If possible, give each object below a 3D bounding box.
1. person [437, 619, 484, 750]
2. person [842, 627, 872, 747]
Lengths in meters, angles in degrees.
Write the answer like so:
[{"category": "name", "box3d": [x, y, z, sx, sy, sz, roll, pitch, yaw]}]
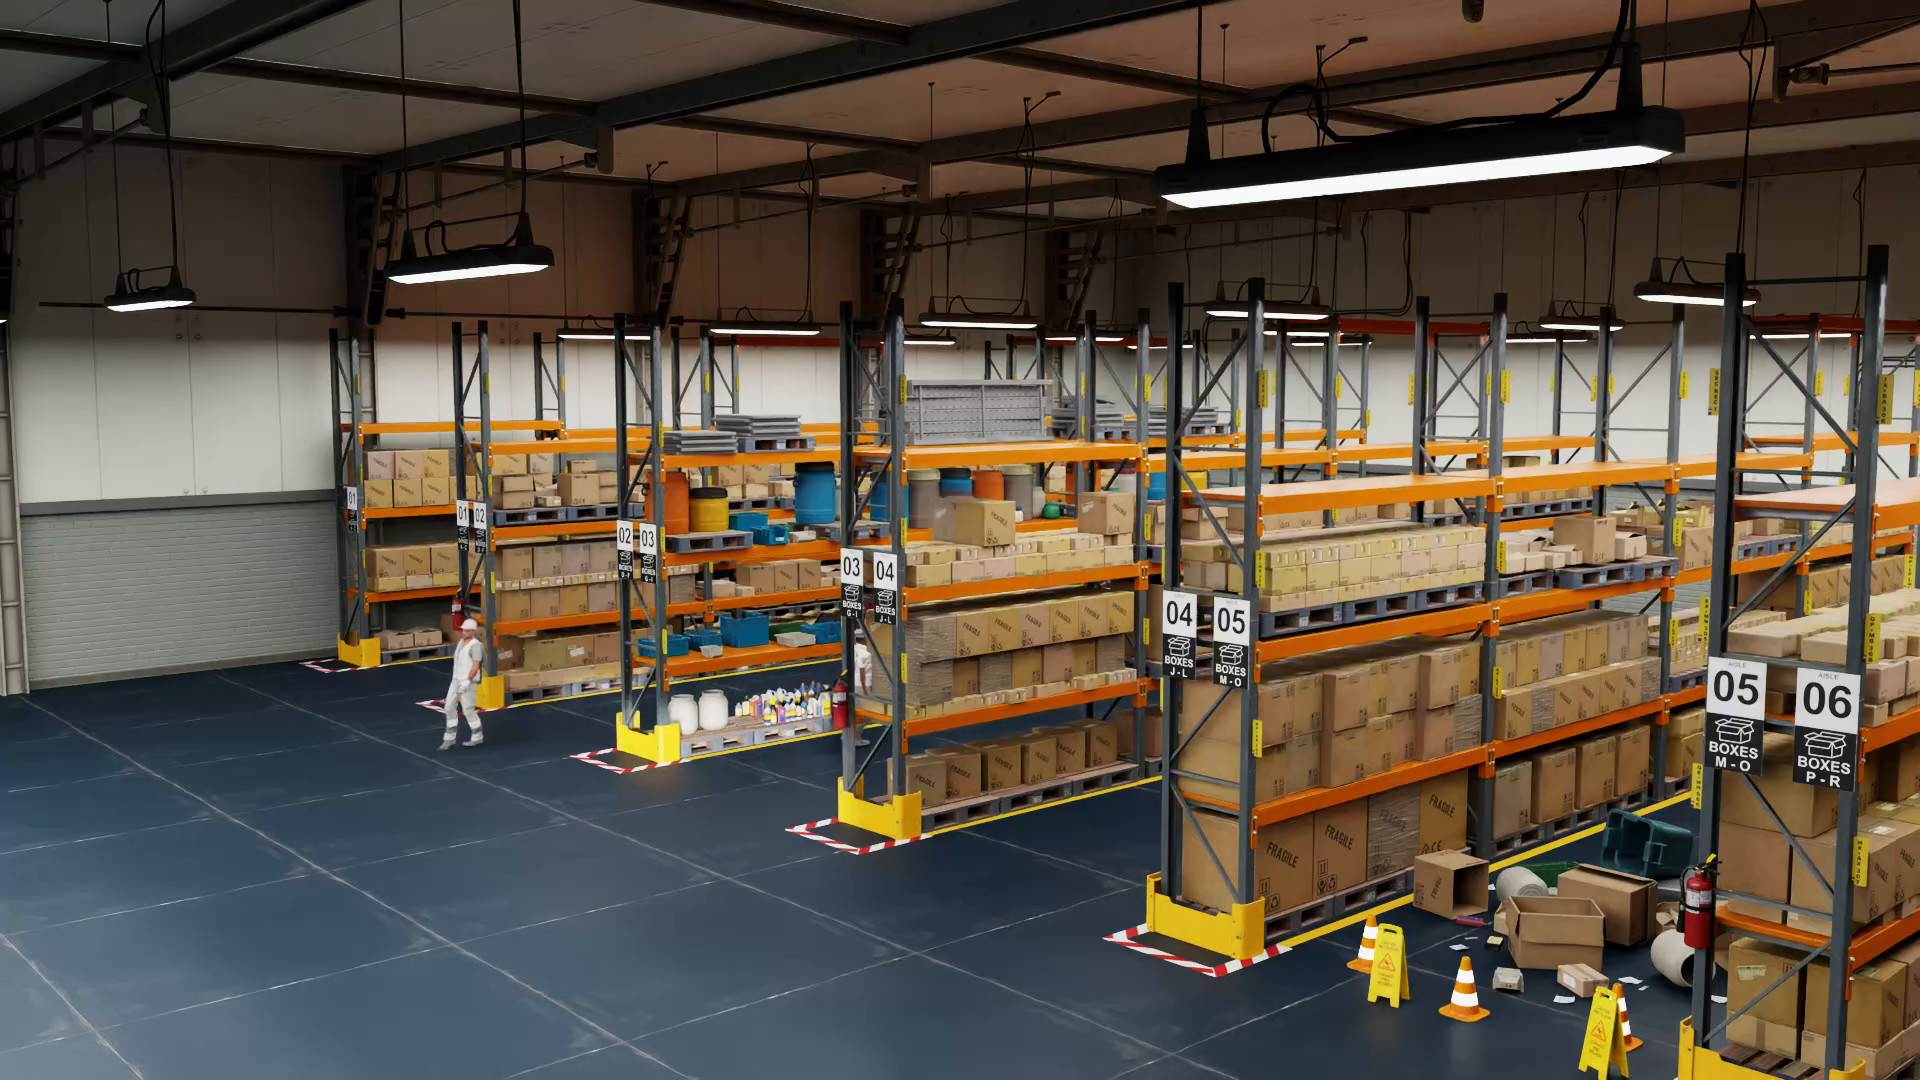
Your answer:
[{"category": "person", "box3d": [-6.947, 2.018, 23.072, 0.562, 1.836, 0.605, 5, 7, 41]}, {"category": "person", "box3d": [-1.440, 2.052, 23.128, 0.492, 1.667, 0.508, -2, 6, -23]}]
